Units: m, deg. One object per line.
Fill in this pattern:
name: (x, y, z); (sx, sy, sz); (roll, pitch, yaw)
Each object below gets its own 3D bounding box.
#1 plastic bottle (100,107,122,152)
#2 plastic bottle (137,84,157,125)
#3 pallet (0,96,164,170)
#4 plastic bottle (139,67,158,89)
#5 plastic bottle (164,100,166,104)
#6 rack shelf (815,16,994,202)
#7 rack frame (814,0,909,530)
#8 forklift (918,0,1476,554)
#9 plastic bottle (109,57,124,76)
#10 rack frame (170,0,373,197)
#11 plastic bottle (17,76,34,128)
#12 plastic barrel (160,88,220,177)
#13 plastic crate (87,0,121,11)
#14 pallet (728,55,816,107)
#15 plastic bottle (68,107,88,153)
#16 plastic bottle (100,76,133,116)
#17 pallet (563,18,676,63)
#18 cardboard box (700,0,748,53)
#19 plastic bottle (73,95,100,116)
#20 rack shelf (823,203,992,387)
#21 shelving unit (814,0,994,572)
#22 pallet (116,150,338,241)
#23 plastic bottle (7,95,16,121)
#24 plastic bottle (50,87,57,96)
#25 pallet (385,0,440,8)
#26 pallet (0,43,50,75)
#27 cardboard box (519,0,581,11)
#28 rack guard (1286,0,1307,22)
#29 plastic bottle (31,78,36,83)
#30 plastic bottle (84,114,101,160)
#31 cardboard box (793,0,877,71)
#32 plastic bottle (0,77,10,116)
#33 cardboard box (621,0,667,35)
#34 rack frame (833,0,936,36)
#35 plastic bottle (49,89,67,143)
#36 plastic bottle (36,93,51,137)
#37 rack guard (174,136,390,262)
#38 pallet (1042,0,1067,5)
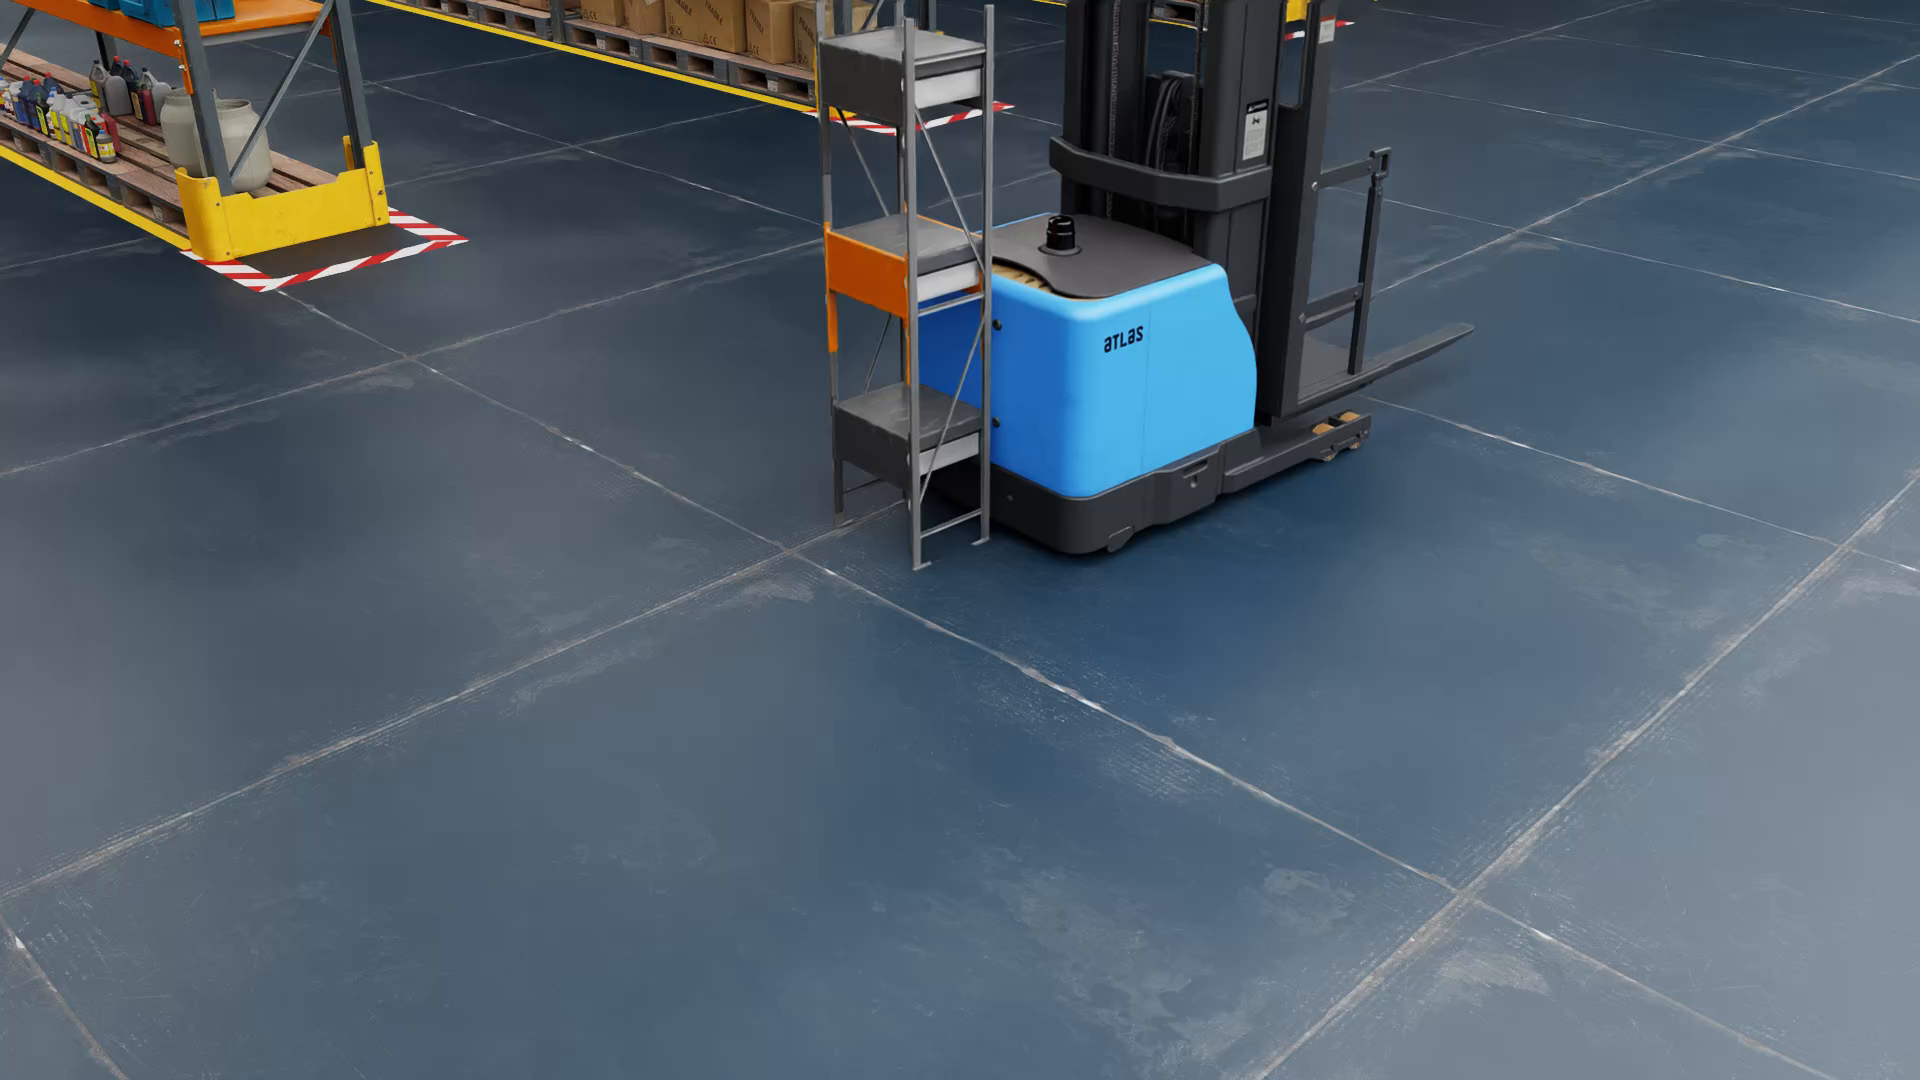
plastic bottle: (-5.759, -2.781, 11.262); (0.133, 0.283, 0.061); (25, 36, 38)
plastic bottle: (-5.841, -3.133, 11.932); (0.133, 0.283, 0.061); (25, 36, 38)
pallet: (-6.459, -3.046, 12.316); (1.213, 0.211, 1.003); (25, 36, 38)
plastic bottle: (-5.880, -3.253, 12.087); (0.185, 0.351, 0.144); (24, 36, 38)
plastic bottle: (-5.663, -3.103, 11.963); (0.097, 0.201, 0.097); (0, 28, 0)
rack shelf: (-0.198, -1.560, 5.985); (0.431, 0.518, 0.480); (-23, 35, -36)
rack frame: (-0.361, -1.037, 6.466); (0.400, 2.100, 0.015); (-23, 35, -36)
forklift: (1.225, -1.810, 7.042); (3.031, 2.935, 1.130); (-23, 35, -36)
plastic bottle: (-6.247, -3.421, 12.407); (0.185, 0.351, 0.144); (23, 36, 37)
rack frame: (-4.056, -3.208, 9.628); (0.127, 3.000, 1.000); (25, 36, 38)
plastic bottle: (-6.624, -3.135, 11.862); (0.144, 0.351, 0.185); (-24, 36, -38)
plastic barrel: (-4.936, -2.646, 10.781); (0.421, 0.512, 0.421); (0, 28, 0)
plastic crate: (-5.082, -3.420, 10.191); (0.408, 0.251, 0.499); (25, 36, 38)
pallet: (-1.192, -3.919, 13.977); (1.213, 0.211, 1.003); (25, 36, 38)
plastic bottle: (-5.932, -2.788, 11.283); (0.135, 0.276, 0.152); (23, 36, 37)
plastic bottle: (-6.196, -3.268, 12.196); (0.135, 0.276, 0.152); (25, 36, 38)
pallet: (-2.932, -4.715, 15.491); (1.213, 0.211, 1.003); (25, 36, 38)
cardboard box: (-1.900, -4.535, 14.386); (0.500, 0.500, 0.500); (-21, 34, -35)
plastic bottle: (-6.100, -2.959, 11.607); (0.135, 0.276, 0.152); (25, 36, 38)
rack shelf: (-0.198, -0.940, 6.311); (0.431, 0.518, 0.480); (-23, 35, -36)
shelving unit: (-0.198, -0.952, 6.305); (0.431, 2.100, 0.503); (-23, 35, -36)
pallet: (-4.719, -2.250, 10.802); (1.213, 0.211, 1.003); (25, 36, 38)
plastic bottle: (-6.843, -3.154, 12.059); (0.097, 0.201, 0.097); (0, 28, 0)
plastic bottle: (-6.436, -3.092, 11.867); (0.097, 0.271, 0.097); (0, 28, 0)
pallet: (-5.732, -5.973, 17.882); (1.213, 0.211, 1.003); (25, 36, 38)
pallet: (-8.370, -3.921, 13.979); (1.213, 0.211, 1.003); (25, 36, 38)
cardboard box: (-3.859, -5.453, 16.110); (0.500, 0.500, 0.700); (21, 34, 35)
rack guard: (2.983, -5.351, 16.389); (0.348, 0.500, 1.175); (25, 36, 38)
plastic bottle: (-6.664, -3.196, 12.050); (0.133, 0.283, 0.061); (25, 36, 38)
plastic bottle: (-5.769, -2.687, 11.082); (0.061, 0.283, 0.133); (-24, 36, -38)
cardboard box: (-1.017, -4.141, 13.636); (0.500, 0.500, 0.500); (-18, 33, -30)
plastic bottle: (-6.988, -3.251, 12.169); (0.097, 0.271, 0.097); (0, 28, 0)
cardboard box: (-2.765, -4.908, 15.096); (0.500, 0.500, 0.500); (-13, 31, -24)
rack frame: (-0.583, -4.852, 12.754); (0.127, 3.000, 1.000); (25, 36, 38)
plastic bottle: (-6.186, -2.934, 11.481); (0.185, 0.351, 0.144); (24, 36, 38)
plastic bottle: (-6.400, -2.975, 11.632); (0.061, 0.283, 0.133); (-23, 36, -37)
rack guard: (-4.143, -2.111, 10.228); (0.348, 0.500, 1.175); (25, 36, 38)
pallet: (1.475, -5.864, 17.675); (1.213, 0.211, 1.003); (25, 36, 38)
